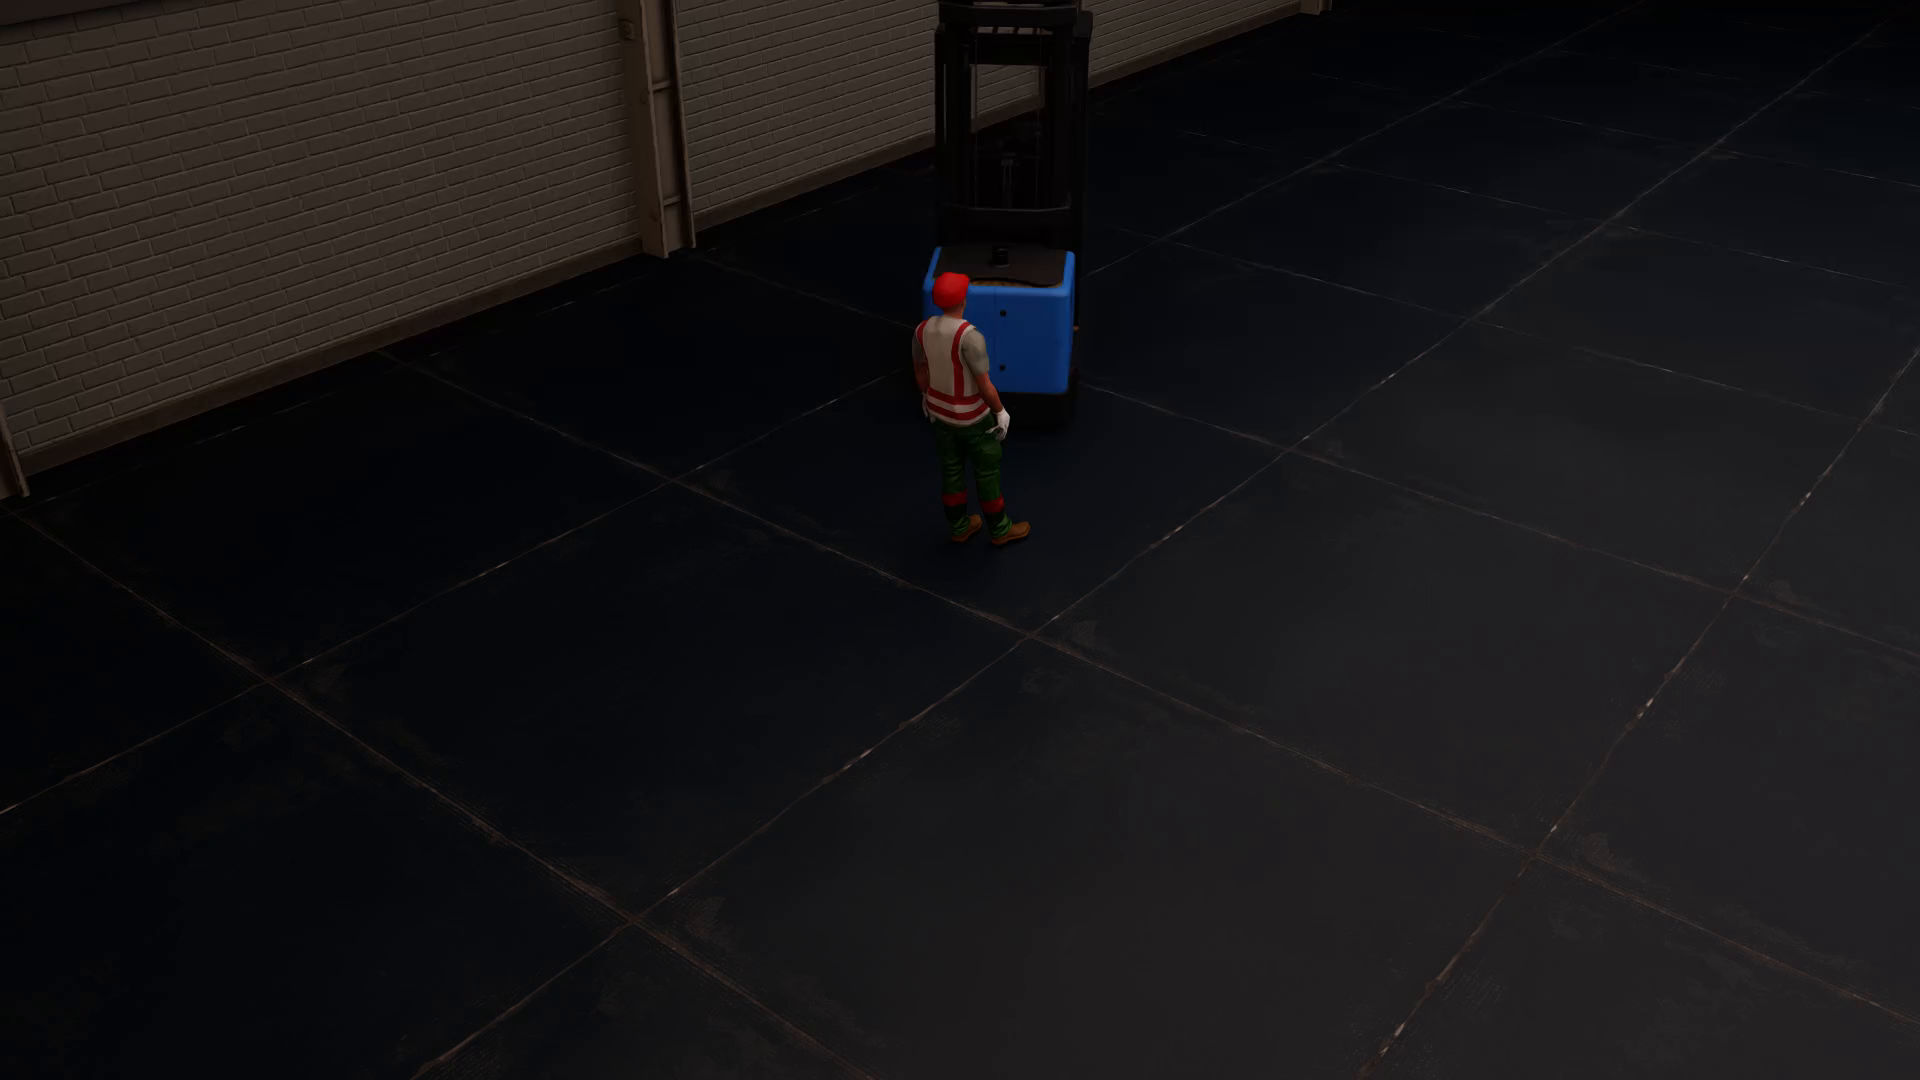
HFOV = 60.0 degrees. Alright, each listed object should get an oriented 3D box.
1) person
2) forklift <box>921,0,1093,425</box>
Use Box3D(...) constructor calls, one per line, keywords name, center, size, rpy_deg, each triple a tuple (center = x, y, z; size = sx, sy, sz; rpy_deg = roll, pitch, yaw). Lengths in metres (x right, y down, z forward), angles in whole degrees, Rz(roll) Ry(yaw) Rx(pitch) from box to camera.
Box3D(name="person", center=(0.059, -0.807, 10.094), size=(0.638, 1.789, 0.562), rpy_deg=(22, 37, 33))
Box3D(name="forklift", center=(0.391, -2.795, 12.378), size=(1.130, 2.935, 3.031), rpy_deg=(3, 30, 5))
